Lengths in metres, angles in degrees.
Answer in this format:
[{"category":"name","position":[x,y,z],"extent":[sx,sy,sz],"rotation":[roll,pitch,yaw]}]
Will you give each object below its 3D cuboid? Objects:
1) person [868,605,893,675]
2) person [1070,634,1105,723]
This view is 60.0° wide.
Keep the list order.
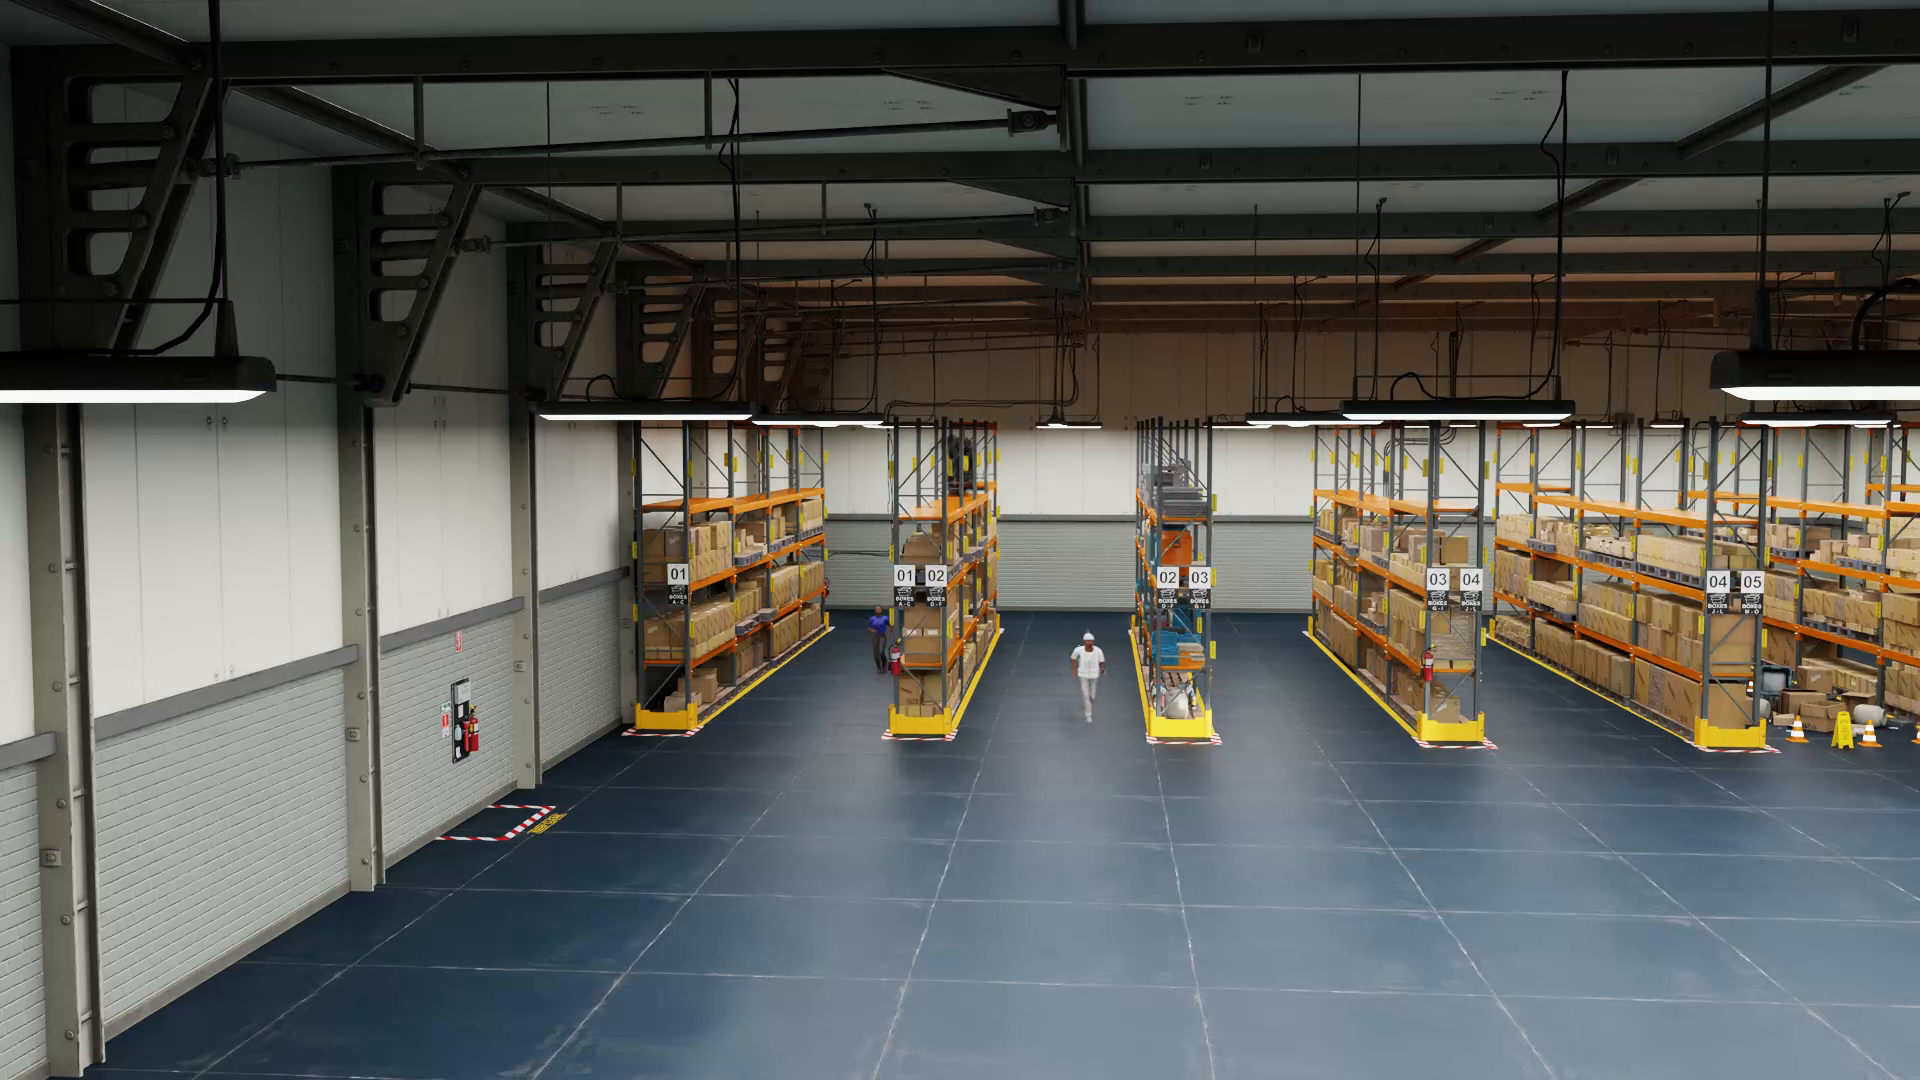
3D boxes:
[{"category":"person","position":[-1.889,2.349,39.040],"extent":[0.547,1.633,0.655],"rotation":[1,4,9]},{"category":"person","position":[2.530,2.709,33.023],"extent":[0.679,1.747,0.846],"rotation":[0,4,-6]}]
